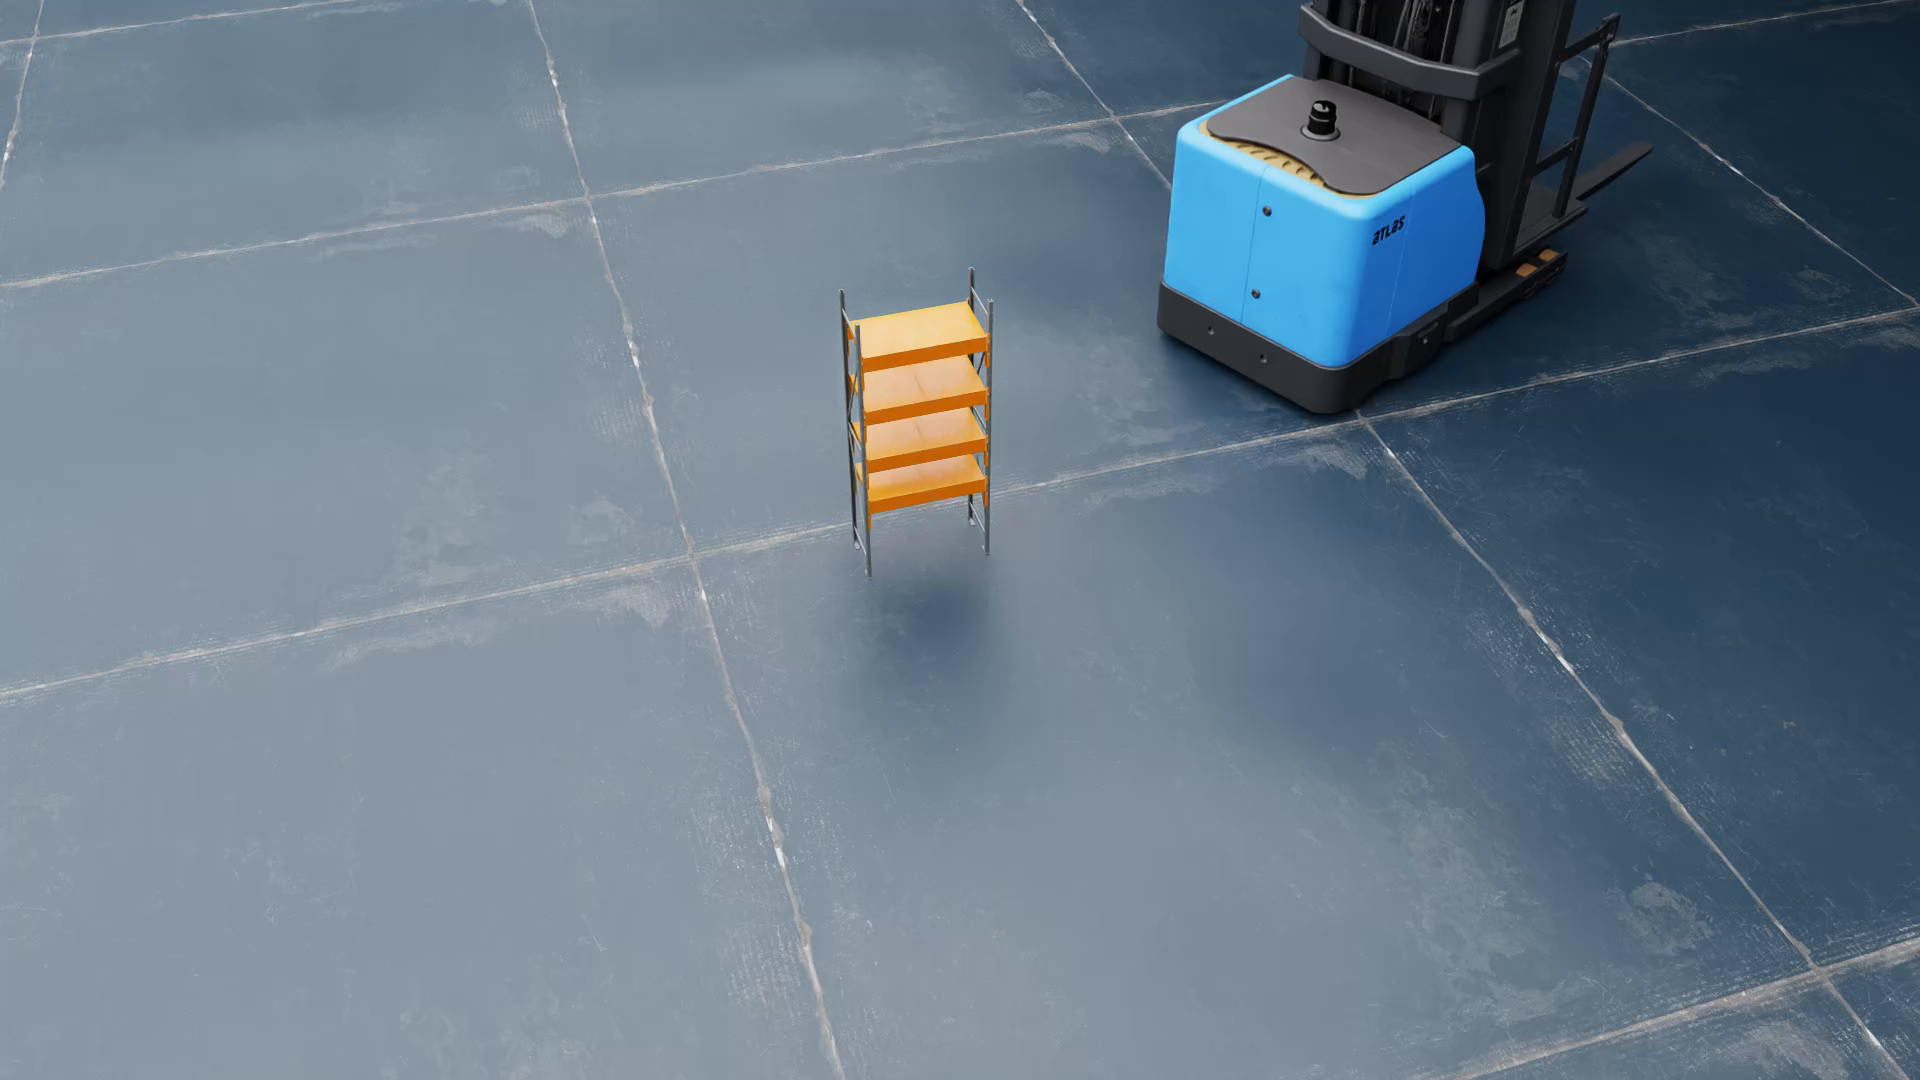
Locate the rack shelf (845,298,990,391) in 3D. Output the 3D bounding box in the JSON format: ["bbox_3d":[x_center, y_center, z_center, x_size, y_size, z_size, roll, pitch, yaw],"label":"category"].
[{"bbox_3d":[-0.158,-0.715,6.059,0.480,0.148,0.258,-12,42,-13],"label":"rack shelf"}]

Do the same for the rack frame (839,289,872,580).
[{"bbox_3d":[-0.391,-0.371,6.263,0.015,1.200,0.240,-12,42,-13],"label":"rack frame"}]

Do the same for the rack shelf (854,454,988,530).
[{"bbox_3d":[-0.158,-0.219,6.493,0.480,0.148,0.258,-12,42,-13],"label":"rack shelf"}]

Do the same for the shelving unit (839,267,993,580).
[{"bbox_3d":[-0.158,-0.419,6.318,0.503,1.200,0.258,-12,42,-13],"label":"shelving unit"}]

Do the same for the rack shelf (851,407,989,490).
[{"bbox_3d":[-0.158,-0.368,6.362,0.480,0.148,0.258,-12,42,-13],"label":"rack shelf"}]

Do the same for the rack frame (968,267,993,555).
[{"bbox_3d":[0.075,-0.467,6.373,0.015,1.200,0.240,-12,42,-13],"label":"rack frame"}]

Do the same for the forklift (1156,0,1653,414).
[{"bbox_3d":[2.341,-2.504,7.388,3.031,2.935,1.130,-32,50,-31],"label":"forklift"}]

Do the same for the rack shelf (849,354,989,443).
[{"bbox_3d":[-0.158,-0.537,6.215,0.480,0.148,0.258,-12,42,-13],"label":"rack shelf"}]
